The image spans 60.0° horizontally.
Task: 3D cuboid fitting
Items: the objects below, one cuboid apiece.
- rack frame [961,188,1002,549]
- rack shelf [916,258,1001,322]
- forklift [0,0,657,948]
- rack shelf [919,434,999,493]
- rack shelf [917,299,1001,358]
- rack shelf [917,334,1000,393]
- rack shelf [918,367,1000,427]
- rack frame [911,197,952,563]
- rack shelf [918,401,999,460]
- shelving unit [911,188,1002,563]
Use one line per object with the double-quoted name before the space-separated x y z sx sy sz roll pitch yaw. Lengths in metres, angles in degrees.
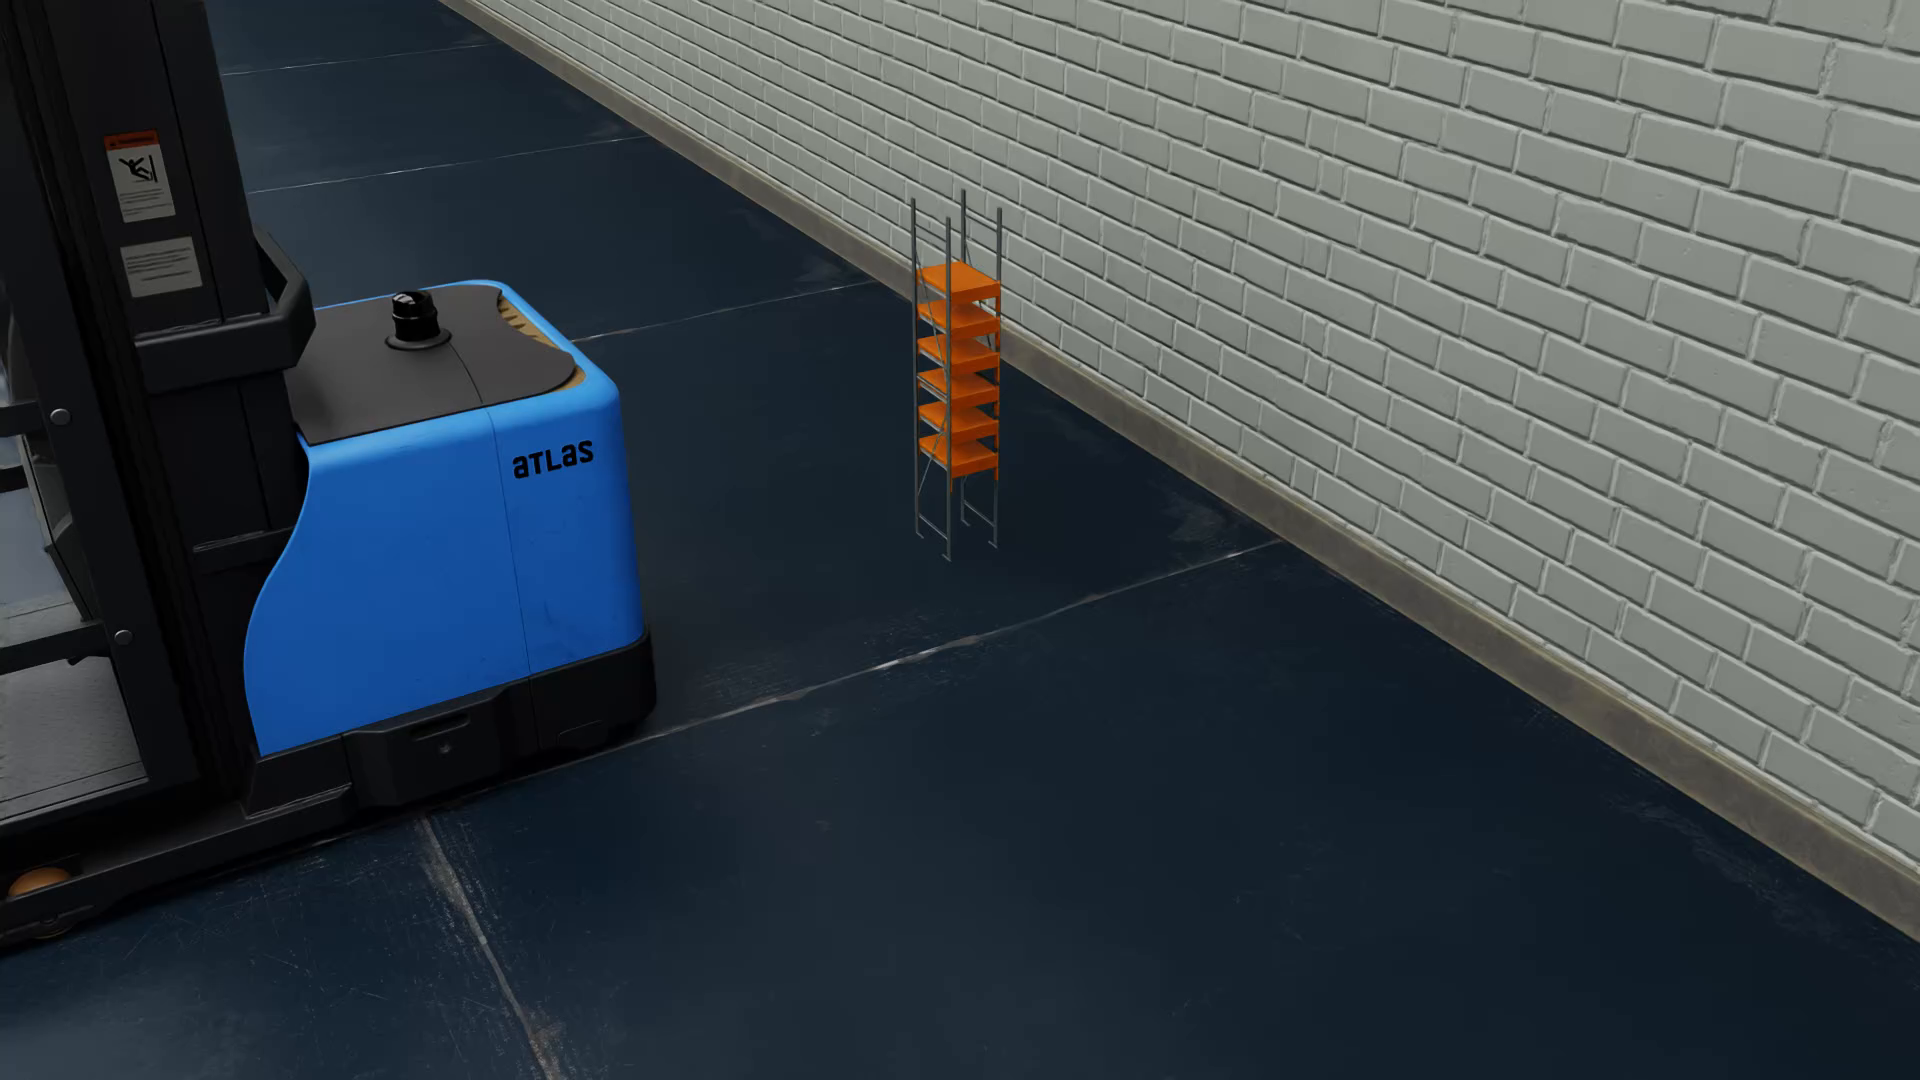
"rack frame" 0.066 -0.544 5.494 0.006 1.200 0.240 -16 33 -26
"rack shelf" -0.012 -0.798 5.301 0.180 0.103 0.258 -16 33 -26
"forklift" -2.390 -0.566 3.742 3.031 2.935 1.130 -17 33 -28
"rack shelf" -0.012 -0.273 5.591 0.180 0.103 0.258 -16 33 -26
"rack shelf" -0.012 -0.693 5.359 0.180 0.103 0.258 -16 33 -26
"rack shelf" -0.012 -0.588 5.417 0.180 0.103 0.258 -16 33 -26
"rack shelf" -0.012 -0.483 5.475 0.180 0.103 0.258 -16 33 -26
"rack frame" -0.091 -0.499 5.413 0.006 1.200 0.240 -16 33 -26
"rack shelf" -0.012 -0.378 5.533 0.180 0.103 0.258 -16 33 -26
"shelving unit" -0.012 -0.522 5.454 0.189 1.200 0.258 -16 33 -26
